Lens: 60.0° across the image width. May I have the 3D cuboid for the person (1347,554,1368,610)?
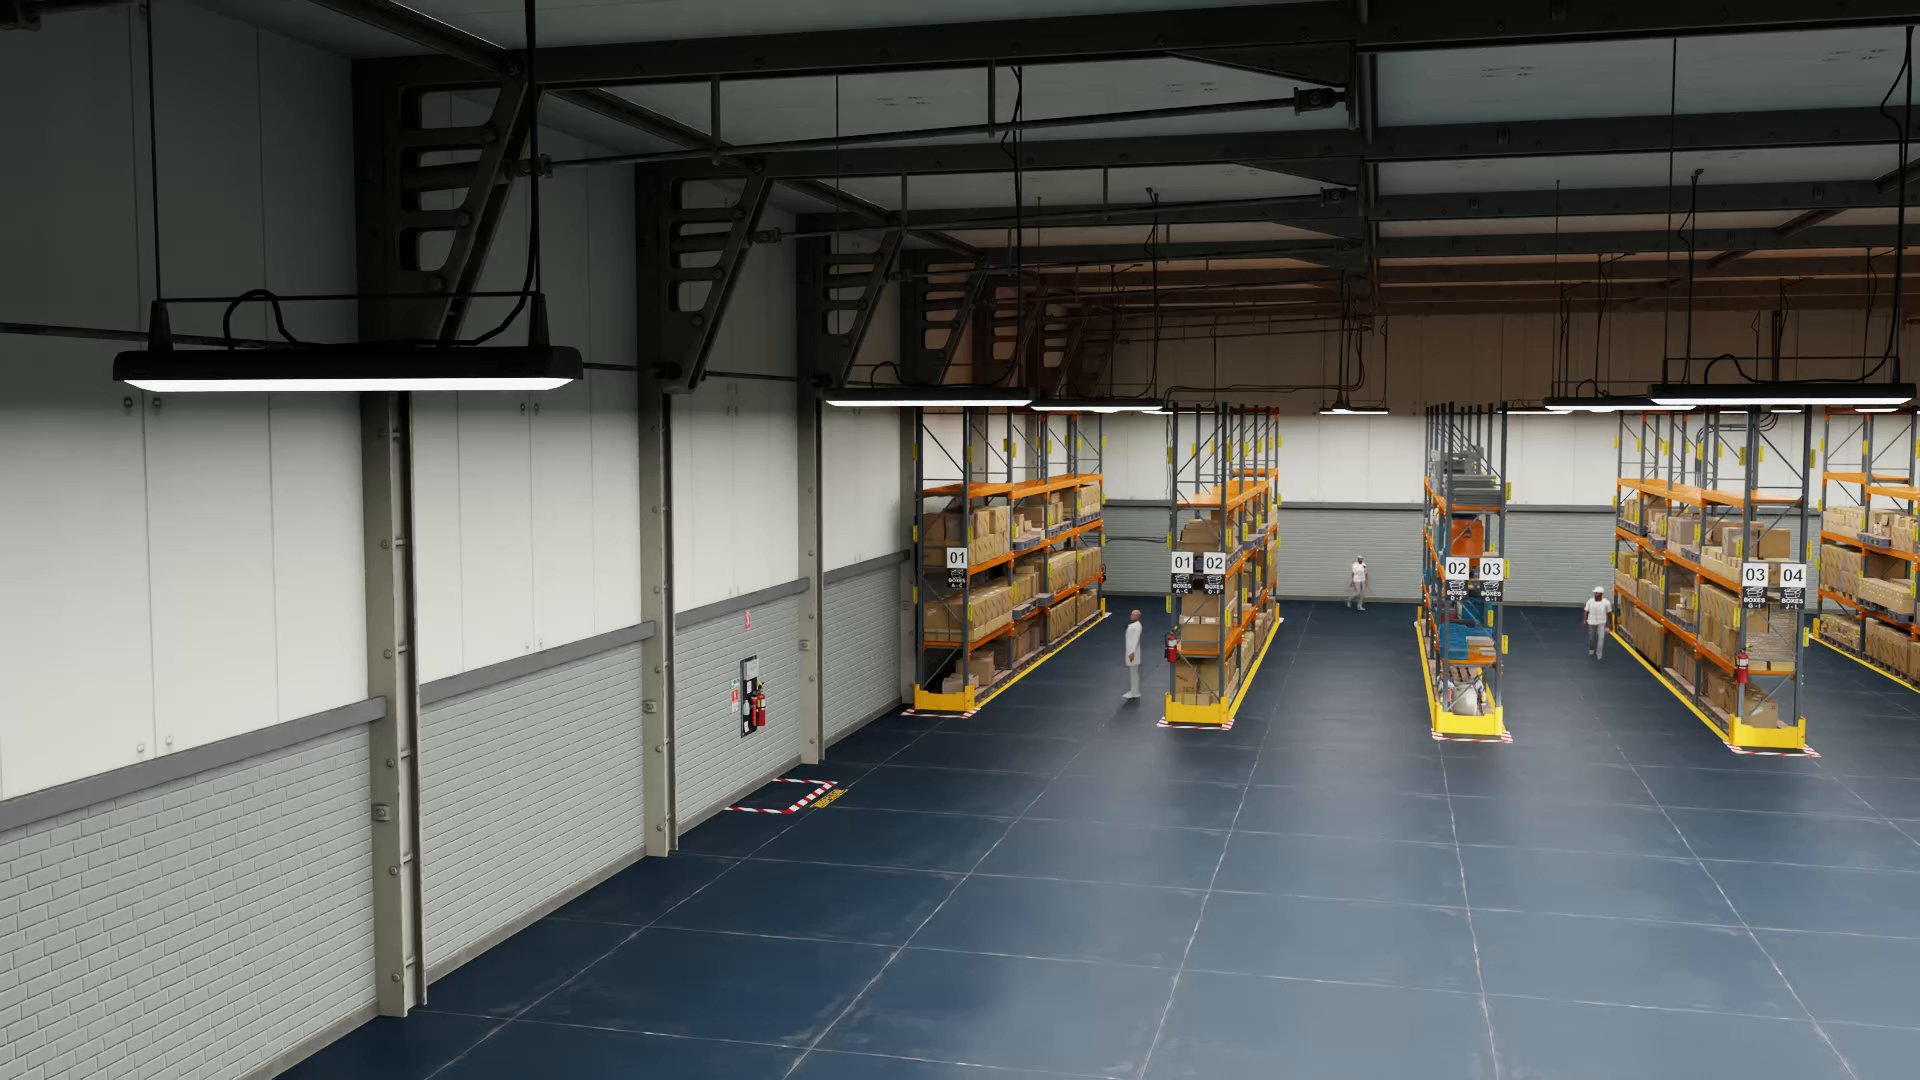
[{"bbox_3d":[11.785,1.237,49.289,0.455,1.673,0.552,-3,5,-39],"label":"person"}]

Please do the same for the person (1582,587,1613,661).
[{"bbox_3d":[15.068,1.965,39.293,0.707,1.730,1.022,2,5,20],"label":"person"}]

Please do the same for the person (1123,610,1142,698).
[{"bbox_3d":[3.523,2.363,33.982,0.382,1.693,0.630,1,4,7],"label":"person"}]
